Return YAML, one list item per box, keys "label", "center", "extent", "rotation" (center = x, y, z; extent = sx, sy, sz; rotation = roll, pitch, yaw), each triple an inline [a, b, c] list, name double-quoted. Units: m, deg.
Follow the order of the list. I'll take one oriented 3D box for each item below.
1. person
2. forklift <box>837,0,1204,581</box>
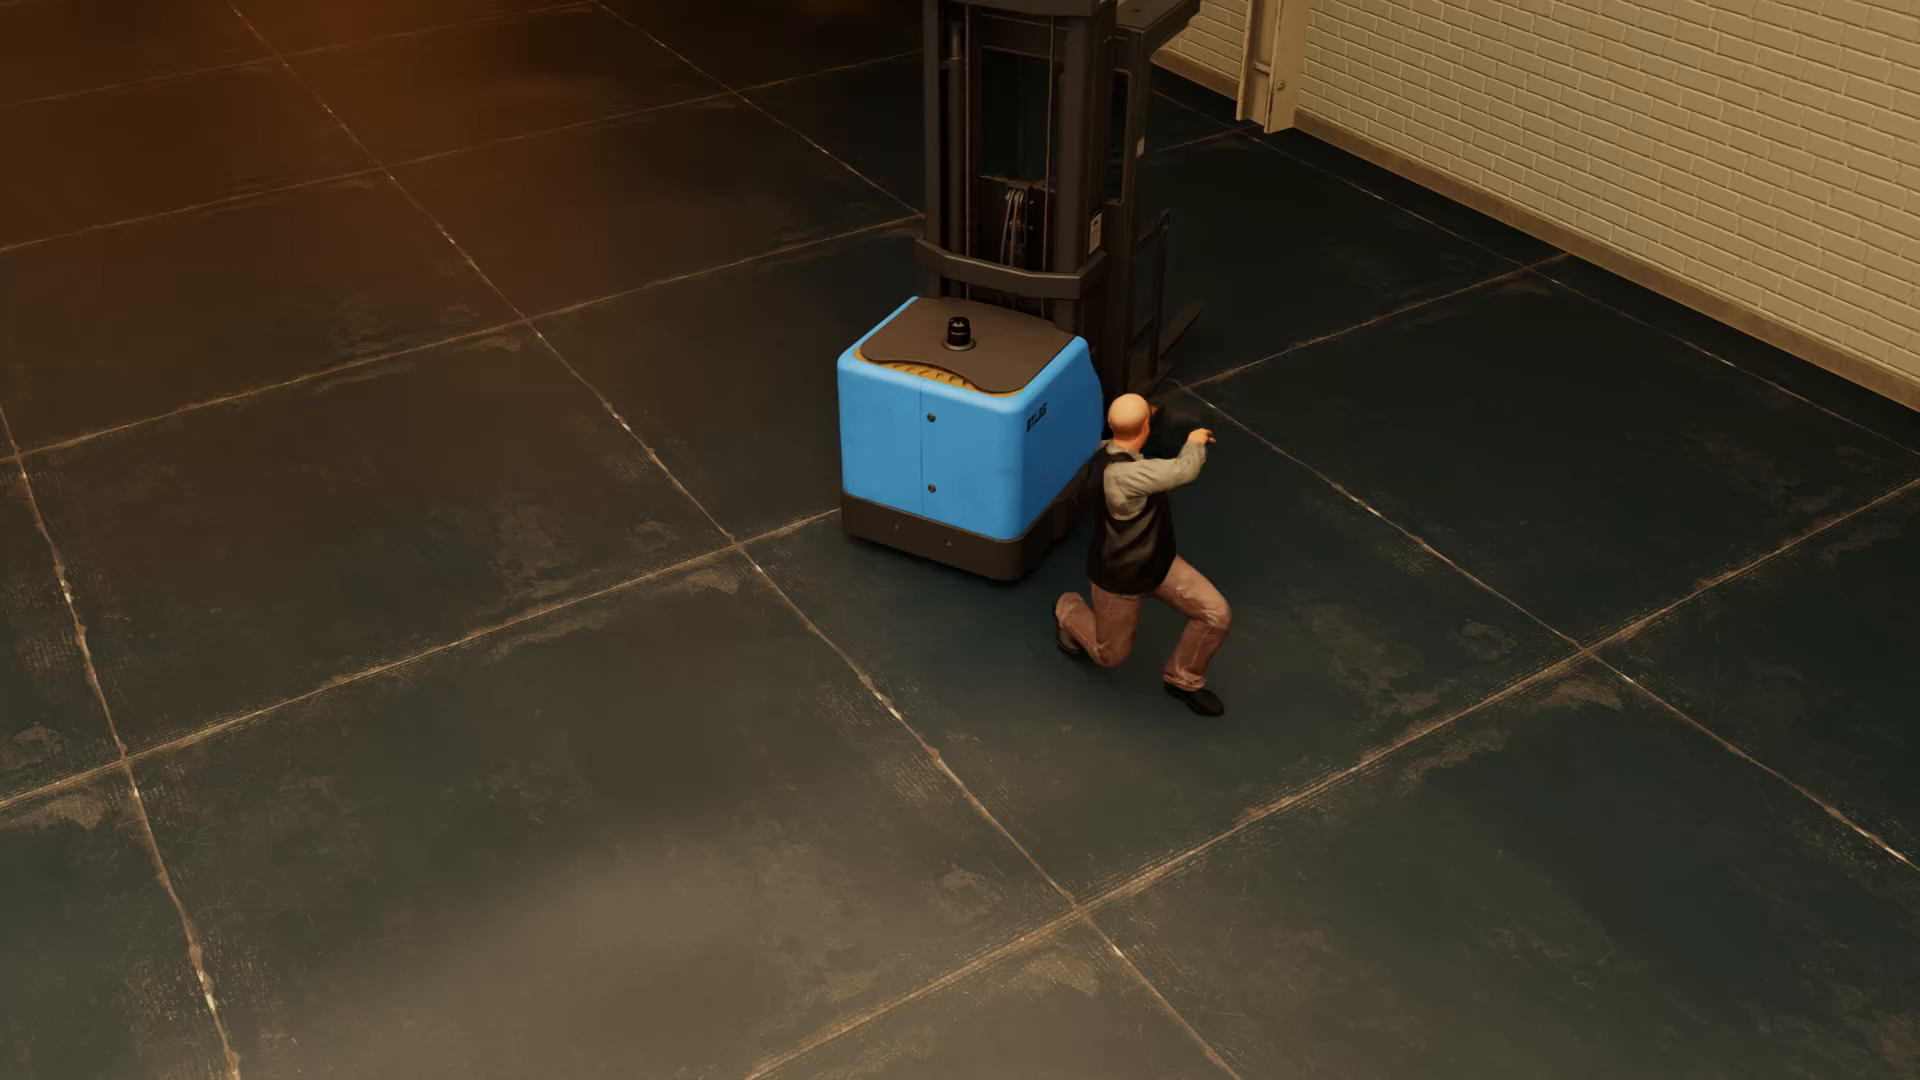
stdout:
- label: "person"
  center: [0.898, -0.034, 7.501]
  extent: [0.972, 1.427, 0.887]
  rotation: [21, 40, 27]
- label: "forklift"
  center: [0.522, -1.823, 8.743]
  extent: [1.130, 2.935, 3.031]
  rotation: [17, 39, 23]
